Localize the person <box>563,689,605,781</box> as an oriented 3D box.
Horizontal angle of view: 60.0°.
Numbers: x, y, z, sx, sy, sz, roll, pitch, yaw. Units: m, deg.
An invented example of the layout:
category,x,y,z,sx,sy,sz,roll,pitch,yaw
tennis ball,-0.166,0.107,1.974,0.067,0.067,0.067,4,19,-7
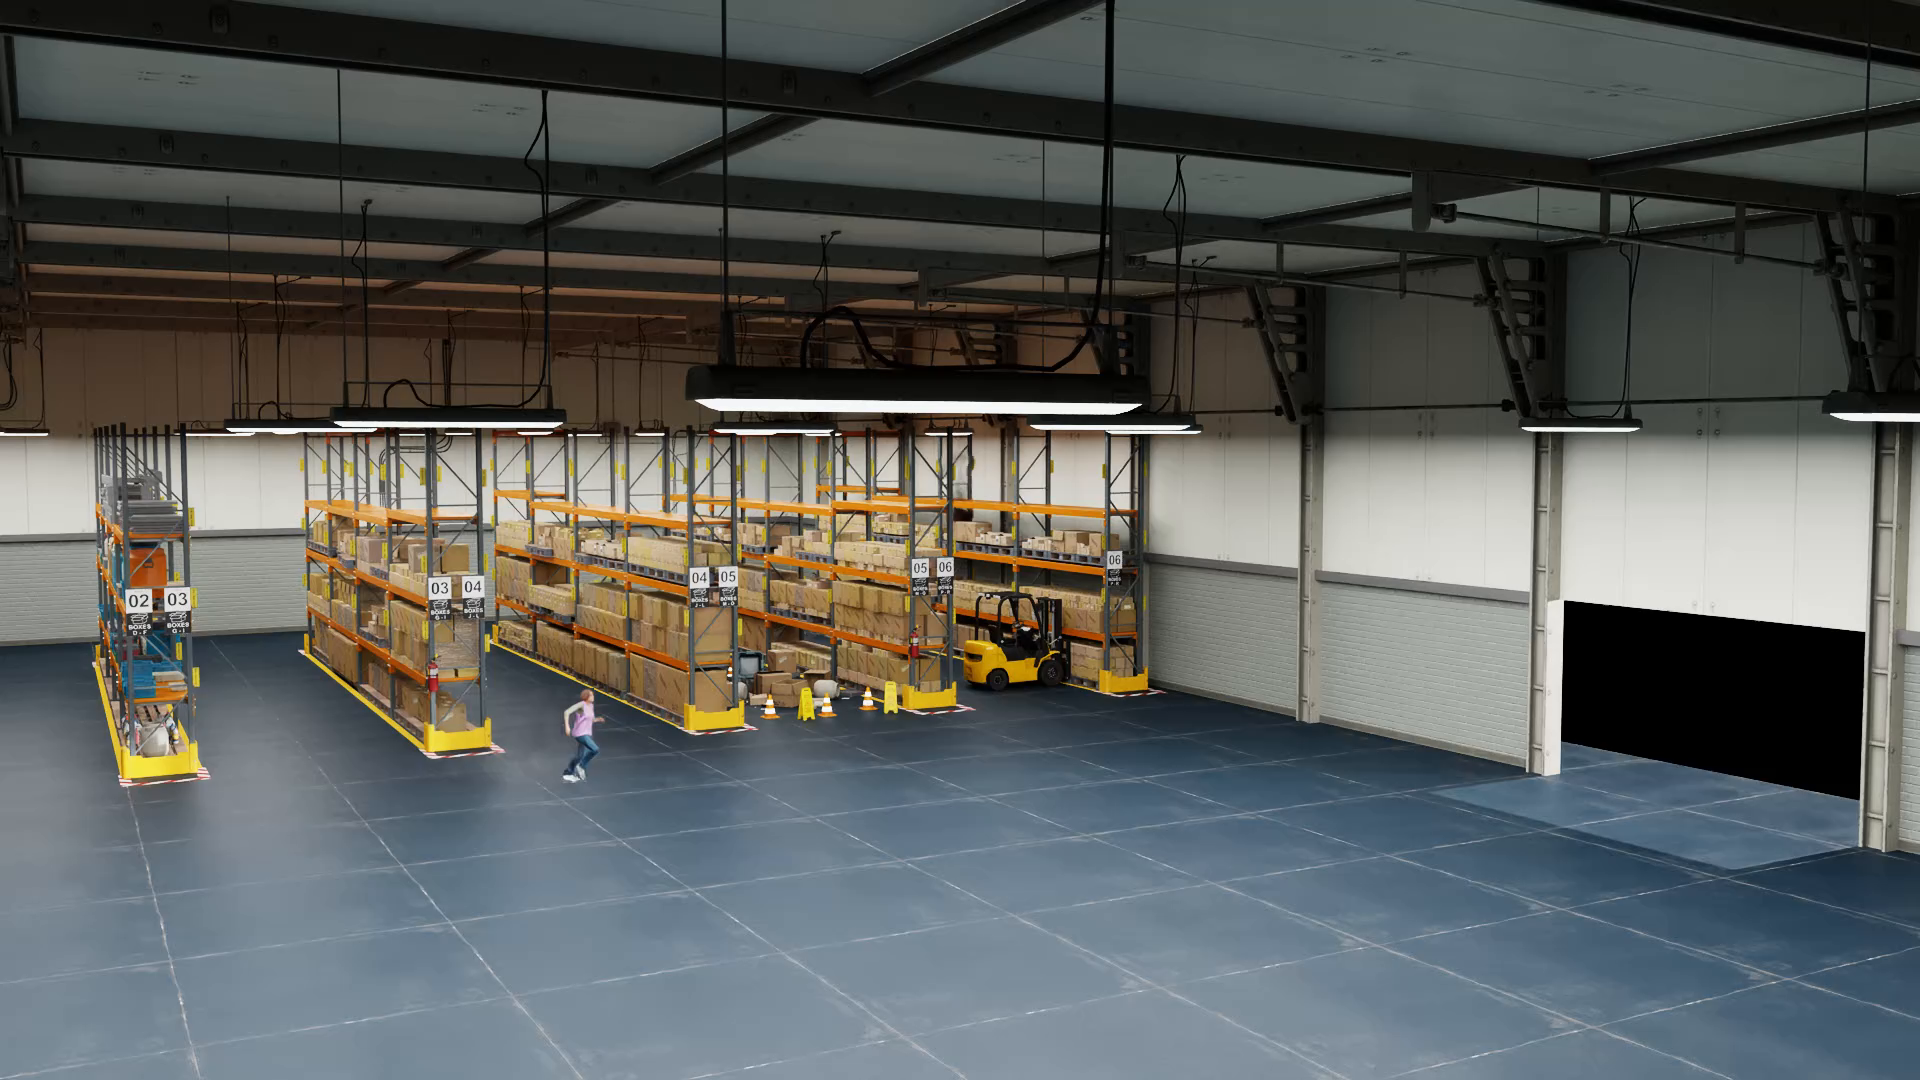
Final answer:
category,x,y,z,sx,sy,sz,roll,pitch,yaw
person,-6.258,3.250,27.635,0.726,1.550,0.565,1,4,14
